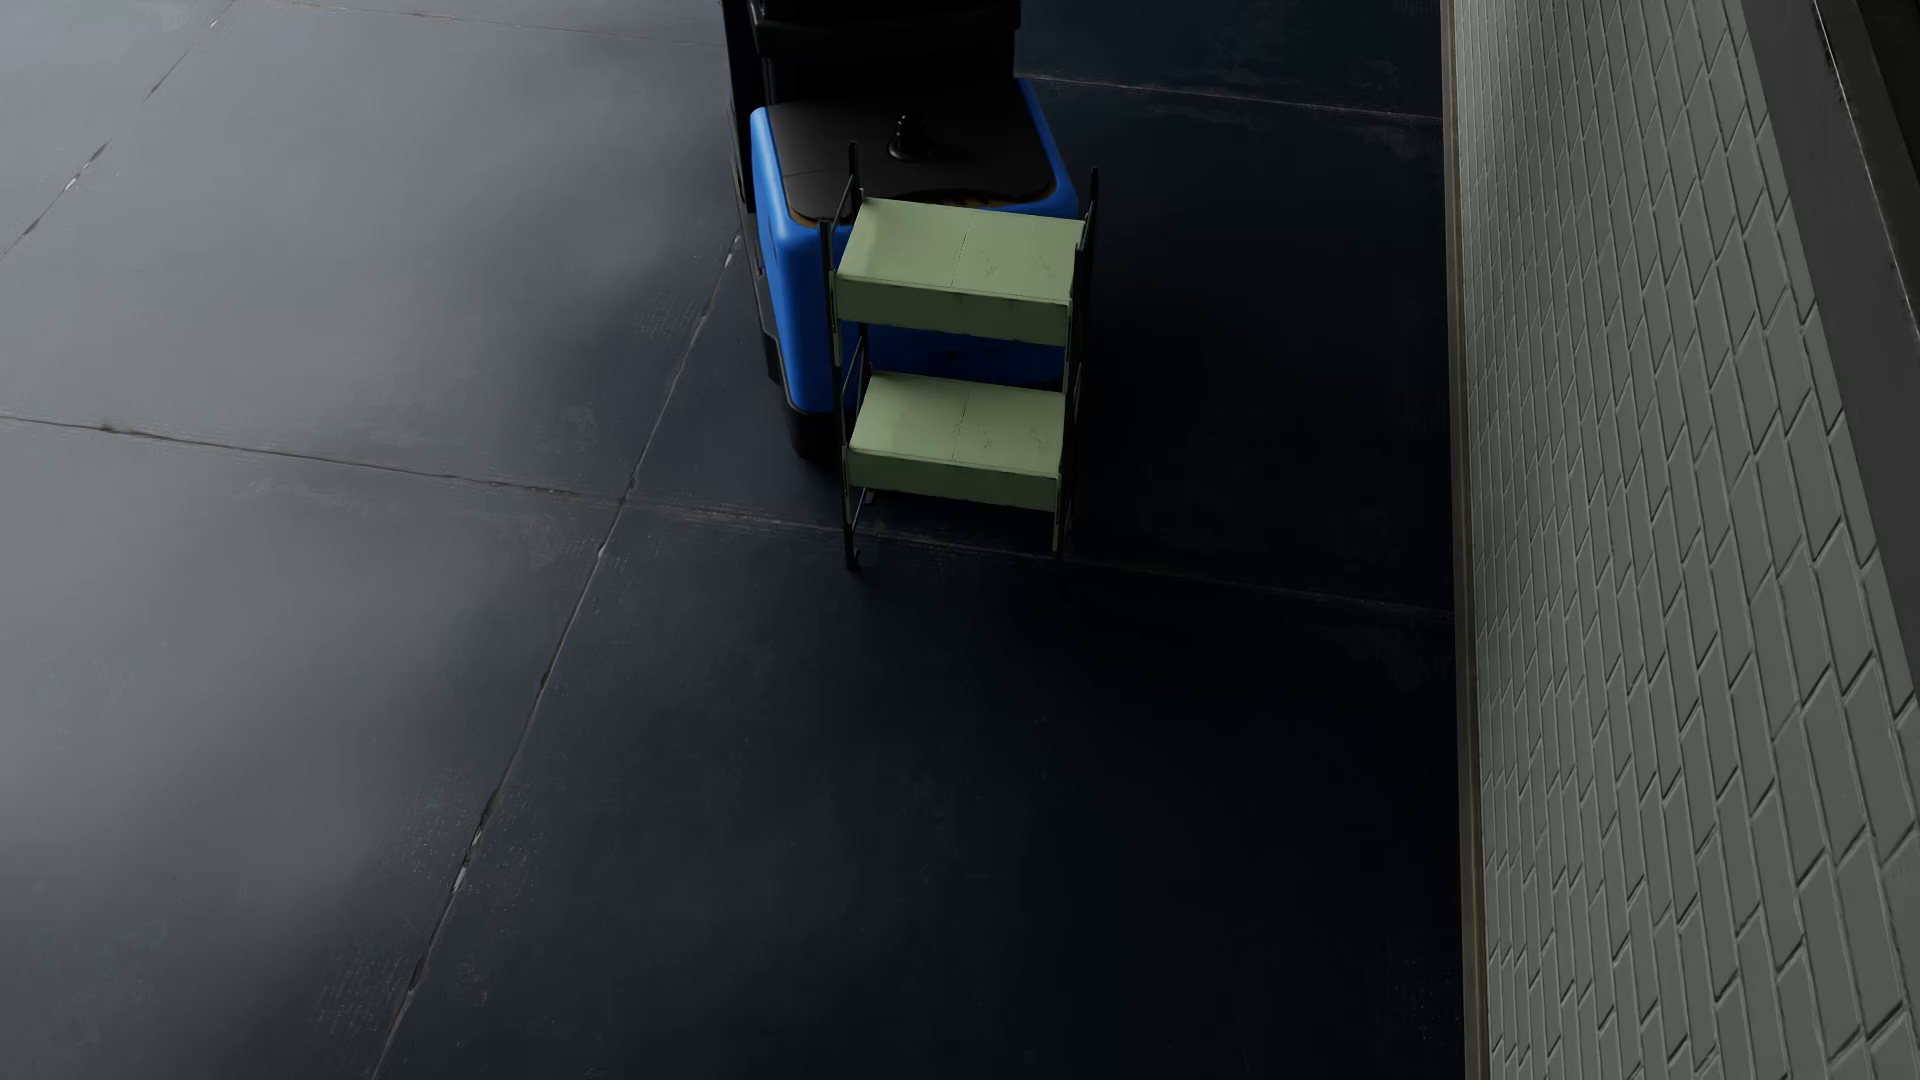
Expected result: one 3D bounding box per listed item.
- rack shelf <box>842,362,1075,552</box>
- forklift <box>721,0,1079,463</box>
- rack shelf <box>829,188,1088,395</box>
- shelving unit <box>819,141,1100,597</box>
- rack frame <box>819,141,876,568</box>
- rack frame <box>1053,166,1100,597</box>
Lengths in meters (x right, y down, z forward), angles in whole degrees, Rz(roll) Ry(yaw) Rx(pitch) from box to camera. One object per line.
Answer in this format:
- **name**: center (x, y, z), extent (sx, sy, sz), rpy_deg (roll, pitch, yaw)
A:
- **rack shelf**: center (0.007, -0.283, 5.611), extent (0.720, 0.370, 0.431), rpy_deg (8, 49, 7)
- **forklift**: center (-0.385, -2.379, 6.094), extent (1.130, 2.935, 3.031), rpy_deg (-9, 49, -8)
- **rack shelf**: center (0.007, -0.761, 5.078), extent (0.720, 0.370, 0.431), rpy_deg (8, 49, 7)
- **shelving unit**: center (0.007, -0.500, 5.368), extent (0.755, 1.500, 0.431), rpy_deg (8, 49, 7)
- **rack frame**: center (-0.354, -0.549, 5.412), extent (0.023, 1.500, 0.400), rpy_deg (8, 49, 7)
- **rack frame**: center (0.367, -0.452, 5.325), extent (0.023, 1.500, 0.400), rpy_deg (8, 49, 7)
